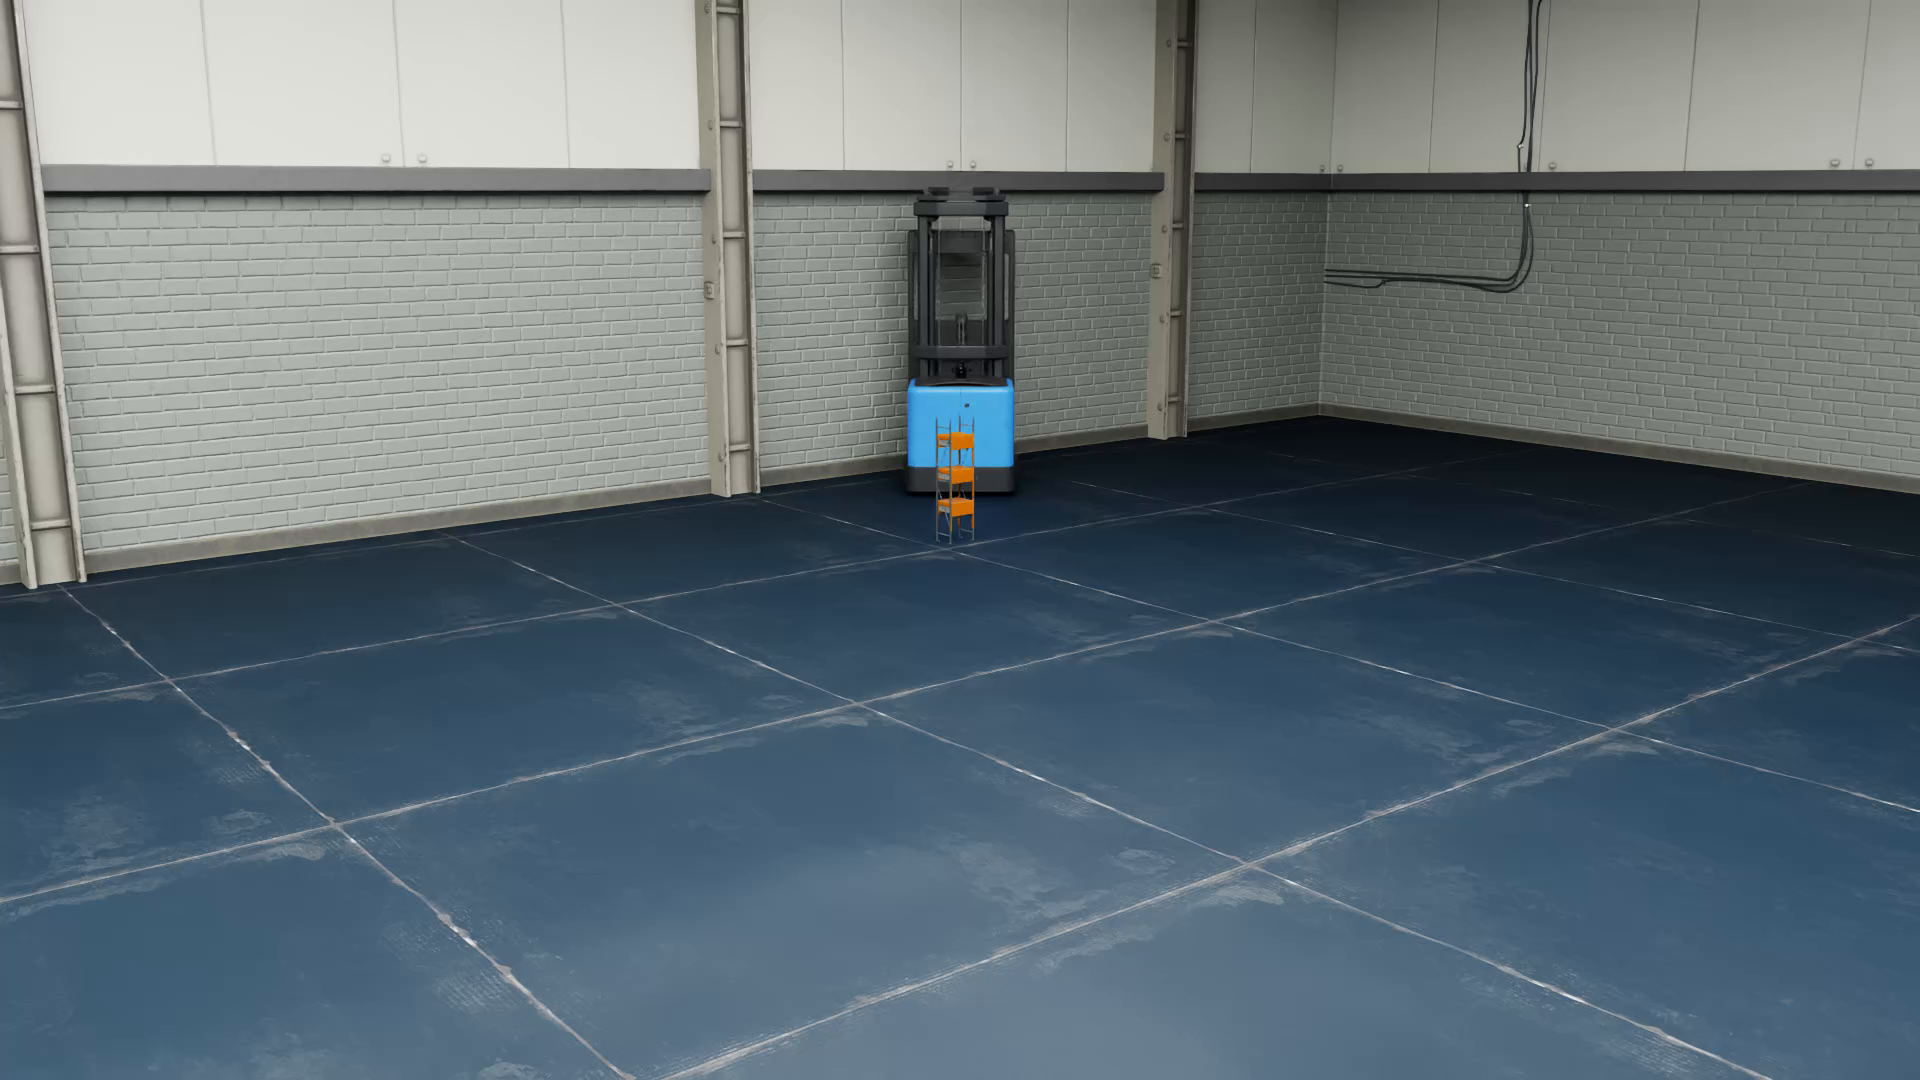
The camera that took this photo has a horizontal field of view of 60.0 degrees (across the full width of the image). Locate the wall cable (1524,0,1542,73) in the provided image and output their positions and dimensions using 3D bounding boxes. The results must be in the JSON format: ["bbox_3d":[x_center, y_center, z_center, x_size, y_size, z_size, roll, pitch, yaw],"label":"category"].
[{"bbox_3d":[7.299,-6.325,17.566,0.112,2.526,3.097,-9,15,-38],"label":"wall cable"}]

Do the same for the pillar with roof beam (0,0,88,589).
[{"bbox_3d":[-4.199,-3.389,8.423,0.400,9.000,9.100,-9,15,-38],"label":"pillar with roof beam"}]

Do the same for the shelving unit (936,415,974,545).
[{"bbox_3d":[-0.042,-0.507,13.987,0.252,1.050,0.215,-9,15,-38],"label":"shelving unit"}]

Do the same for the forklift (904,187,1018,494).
[{"bbox_3d":[0.014,-2.139,17.147,1.130,2.935,3.031,0,12,0],"label":"forklift"}]

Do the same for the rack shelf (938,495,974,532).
[{"bbox_3d":[-0.042,-0.224,14.047,0.240,0.259,0.215,-9,15,-38],"label":"rack shelf"}]

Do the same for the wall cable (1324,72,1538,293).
[{"bbox_3d":[5.609,-4.293,20.157,0.112,2.526,3.097,-9,15,-38],"label":"wall cable"}]

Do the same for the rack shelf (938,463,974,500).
[{"bbox_3d":[-0.042,-0.496,13.989,0.240,0.259,0.215,-9,15,-38],"label":"rack shelf"}]

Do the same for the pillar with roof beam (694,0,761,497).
[{"bbox_3d":[0.486,-4.167,12.090,0.400,9.000,9.100,-9,15,-38],"label":"pillar with roof beam"}]

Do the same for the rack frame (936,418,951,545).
[{"bbox_3d":[-0.137,-0.491,13.912,0.008,1.050,0.200,-9,15,-38],"label":"rack frame"}]

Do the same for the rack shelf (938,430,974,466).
[{"bbox_3d":[-0.042,-0.774,13.930,0.240,0.259,0.215,-9,15,-38],"label":"rack shelf"}]

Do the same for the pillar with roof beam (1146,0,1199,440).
[{"bbox_3d":[5.171,-4.946,15.756,0.400,9.000,9.100,-9,15,-38],"label":"pillar with roof beam"}]

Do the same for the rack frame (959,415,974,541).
[{"bbox_3d":[0.054,-0.522,14.062,0.008,1.050,0.200,-9,15,-38],"label":"rack frame"}]
